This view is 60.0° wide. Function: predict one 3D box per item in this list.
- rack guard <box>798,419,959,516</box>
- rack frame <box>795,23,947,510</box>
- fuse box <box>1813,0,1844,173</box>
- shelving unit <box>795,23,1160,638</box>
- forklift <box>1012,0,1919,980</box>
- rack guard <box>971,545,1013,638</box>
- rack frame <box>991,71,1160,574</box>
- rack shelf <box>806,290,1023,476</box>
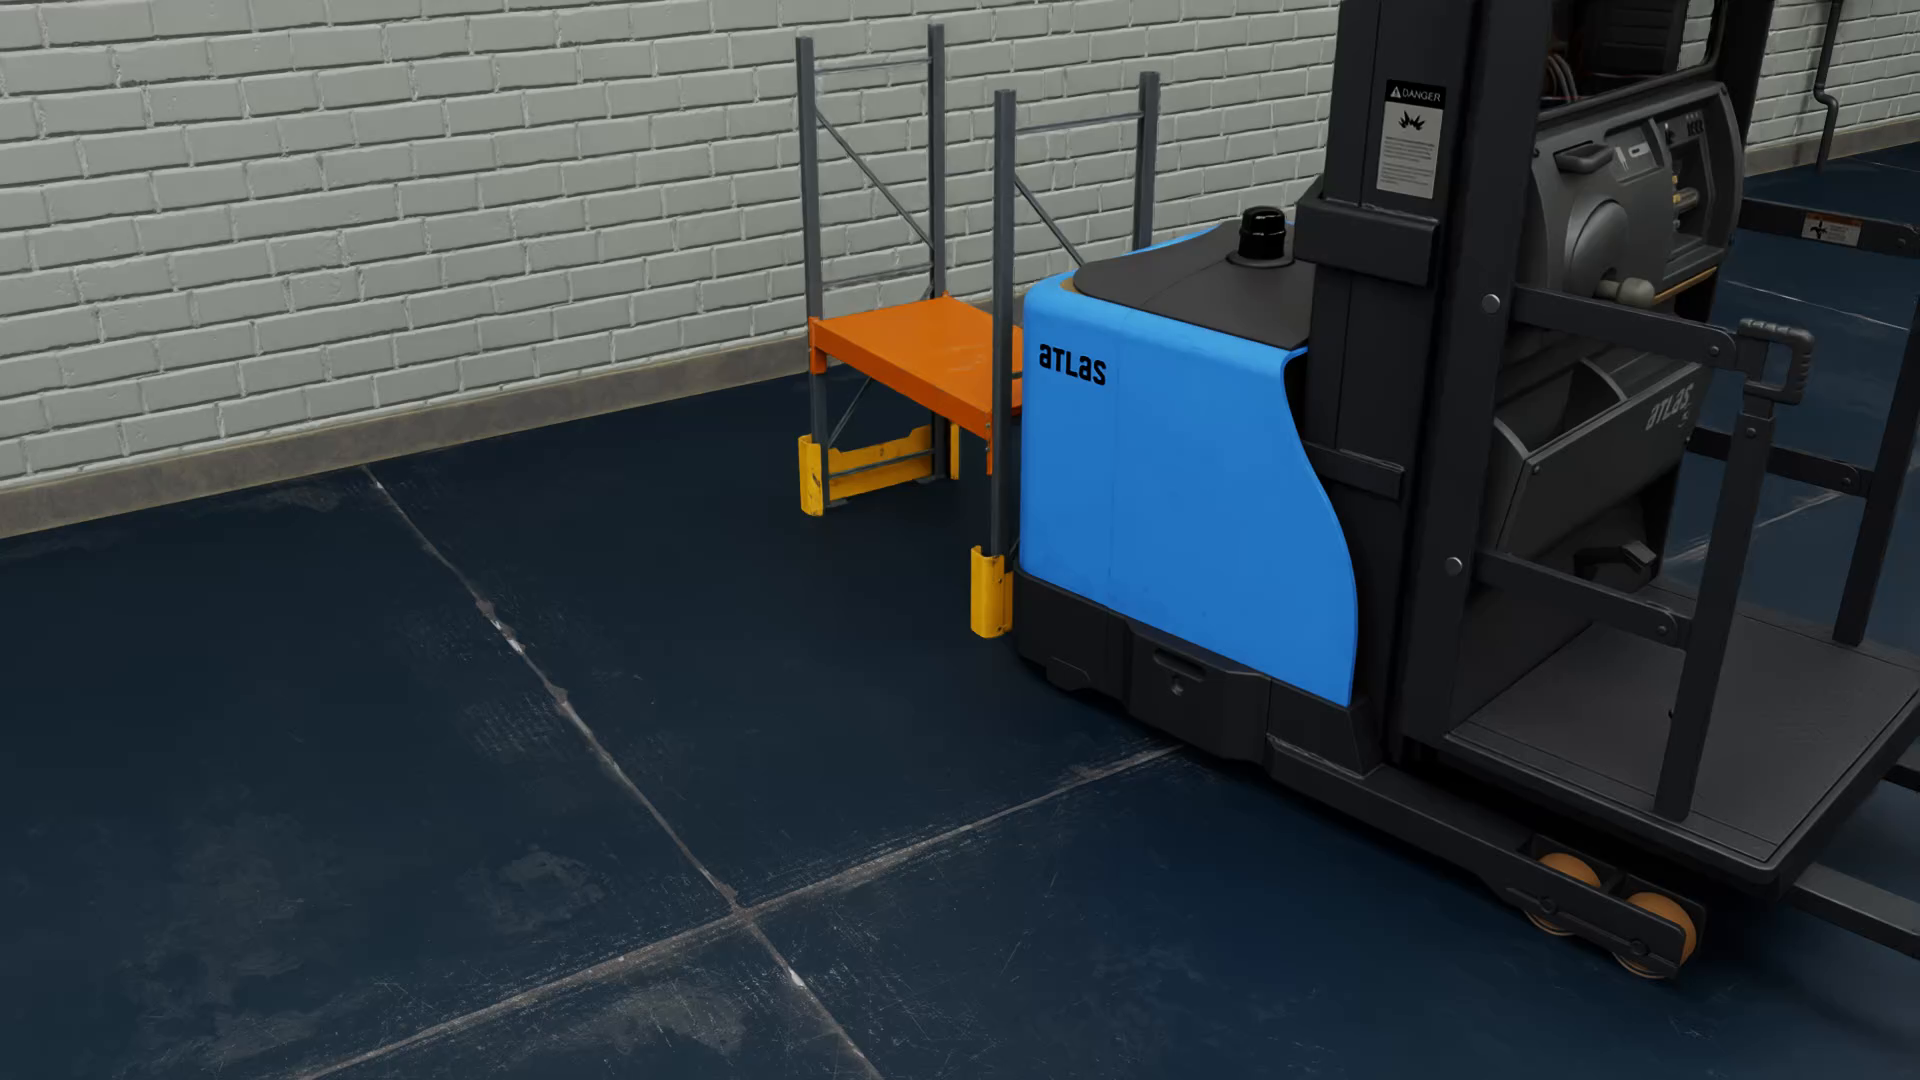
[{"bbox_3d":[-0.262,-0.272,5.533,0.587,0.250,0.087,-16,30,-30],"label":"rack guard"},{"bbox_3d":[-0.263,-0.838,5.267,0.500,1.500,0.032,-16,30,-30],"label":"rack frame"},{"bbox_3d":[5.151,-2.961,9.518,0.539,1.711,0.414,-16,29,-30],"label":"fuse box"},{"bbox_3d":[0.014,-0.660,4.892,0.587,1.500,1.083,-16,30,-30],"label":"shelving unit"},{"bbox_3d":[1.547,-0.690,3.278,3.031,2.935,1.130,23,33,39],"label":"forklift"},{"bbox_3d":[0.290,0.082,4.784,0.587,0.250,0.087,-16,30,-30],"label":"rack guard"},{"bbox_3d":[0.301,-0.476,4.502,0.500,1.500,0.032,-16,30,-30],"label":"rack frame"},{"bbox_3d":[0.019,-0.494,4.961,0.538,0.185,1.000,-16,30,-30],"label":"rack shelf"}]
